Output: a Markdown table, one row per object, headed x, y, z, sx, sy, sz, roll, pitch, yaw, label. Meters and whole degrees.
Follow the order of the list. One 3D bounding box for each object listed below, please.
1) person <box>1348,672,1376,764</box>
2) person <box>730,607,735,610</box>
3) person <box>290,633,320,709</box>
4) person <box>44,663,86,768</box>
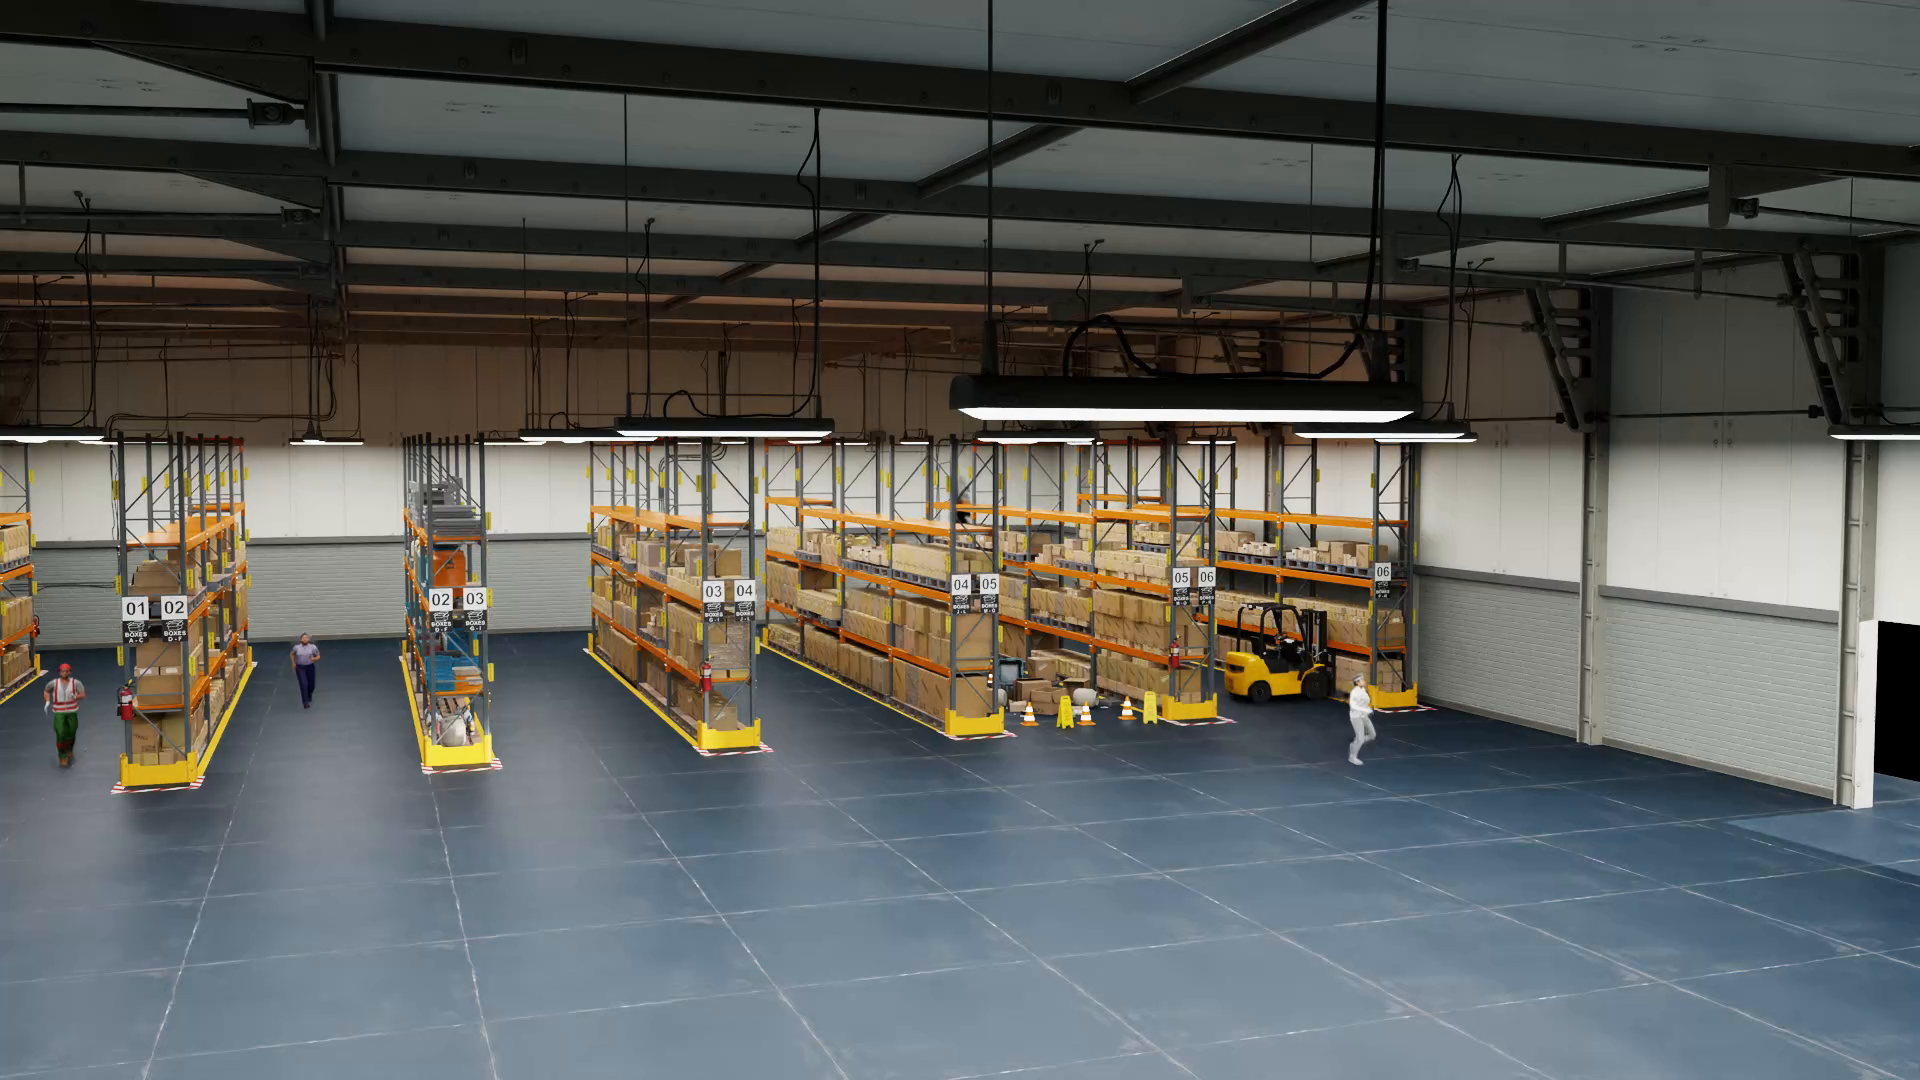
| x | y | z | sx | sy | sz | roll | pitch | yaw | label |
| --- | --- | --- | --- | --- | --- | --- | --- | --- | --- |
| 7.270 | 3.220 | 30.066 | 0.526 | 1.668 | 0.667 | 2 | 4 | 37 | person |
| -6.545 | 2.196 | 48.357 | 0.594 | 1.692 | 0.860 | 2 | 4 | 30 | person |
| -14.443 | 2.863 | 36.701 | 0.610 | 1.626 | 0.855 | -2 | 4 | -26 | person |
| -16.182 | 3.137 | 30.079 | 0.655 | 1.817 | 0.909 | -2 | 4 | -33 | person |
